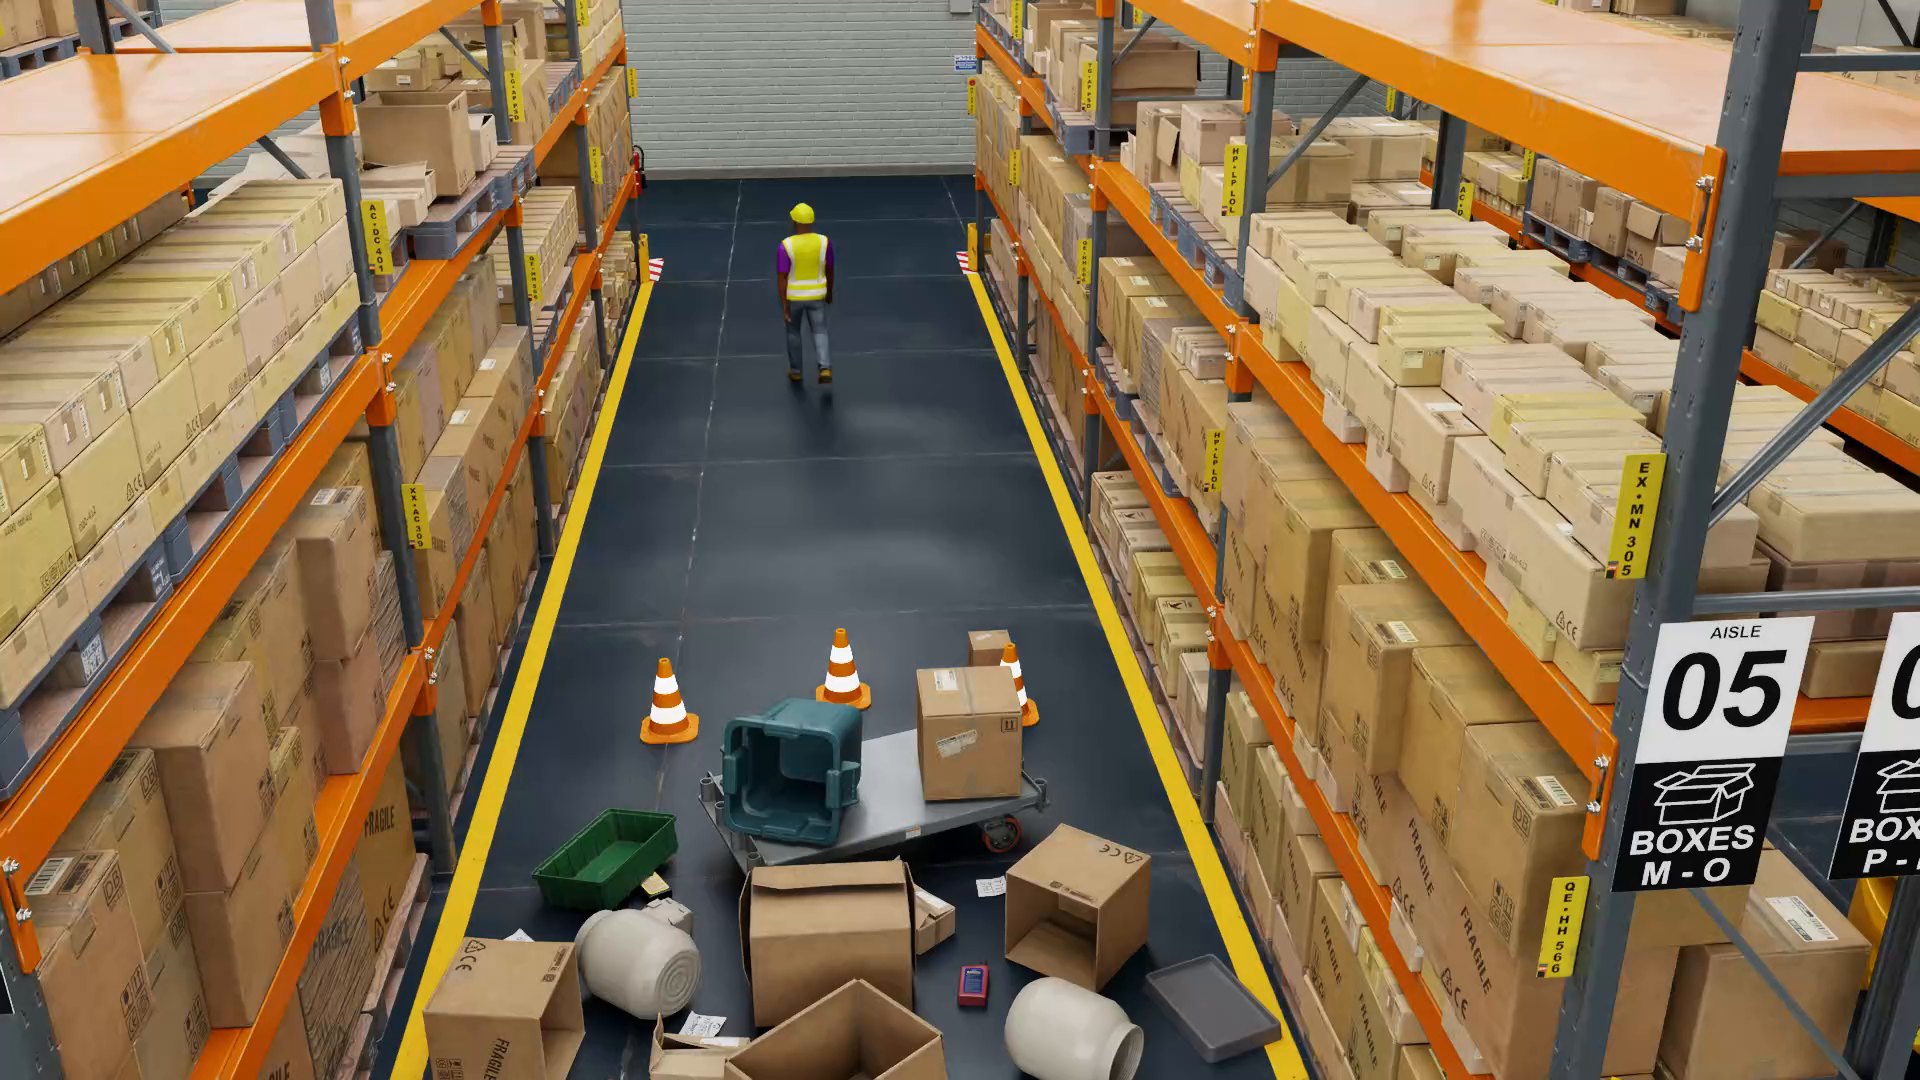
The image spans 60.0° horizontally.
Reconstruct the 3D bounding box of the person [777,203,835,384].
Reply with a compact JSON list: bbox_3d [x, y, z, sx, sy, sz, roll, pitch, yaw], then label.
[{"bbox_3d":[-1.435,-2.278,15.508,0.558,1.734,0.917,-6,24,-13],"label":"person"}]
